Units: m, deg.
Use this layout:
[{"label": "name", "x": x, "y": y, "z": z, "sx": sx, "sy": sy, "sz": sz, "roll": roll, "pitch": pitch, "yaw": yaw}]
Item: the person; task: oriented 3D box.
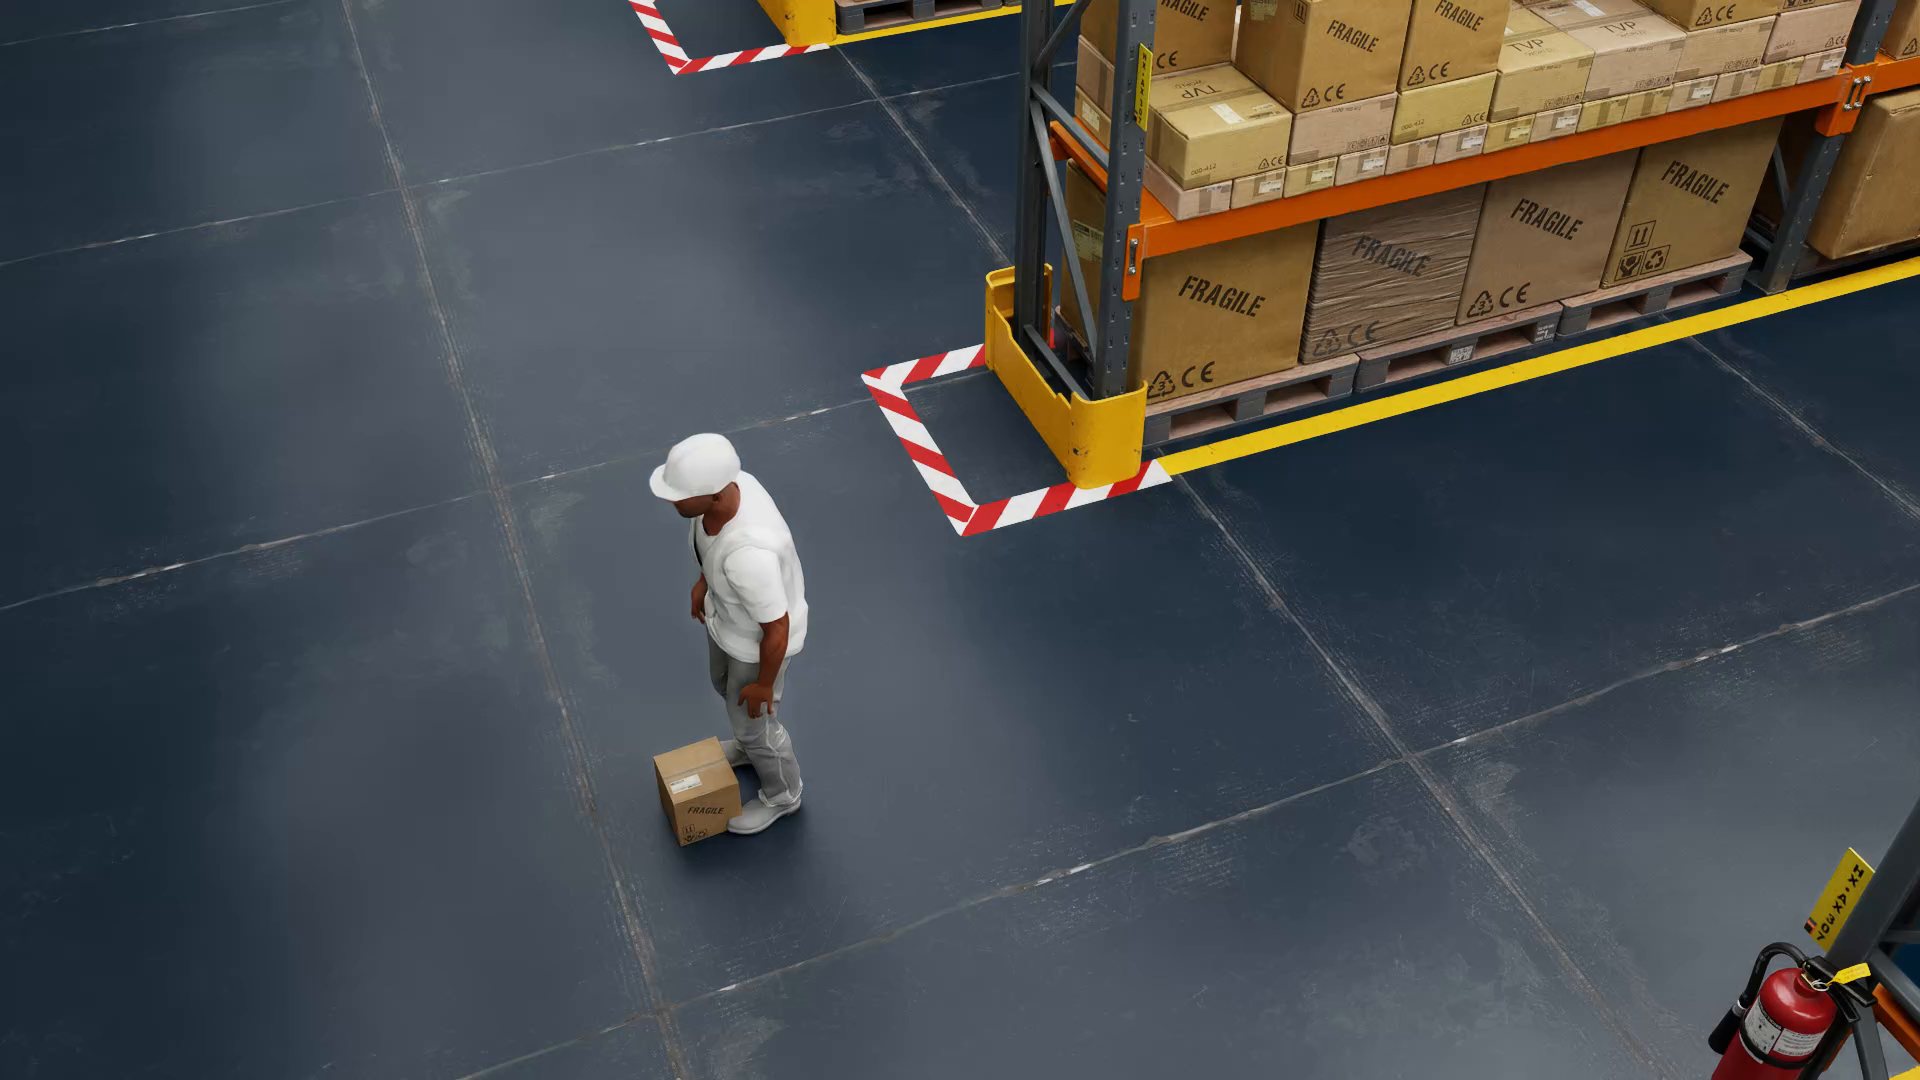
[{"label": "person", "x": -0.771, "y": 0.315, "z": 5.789, "sx": 0.456, "sy": 1.761, "sz": 0.637, "roll": -17, "pitch": 44, "yaw": -18}]
